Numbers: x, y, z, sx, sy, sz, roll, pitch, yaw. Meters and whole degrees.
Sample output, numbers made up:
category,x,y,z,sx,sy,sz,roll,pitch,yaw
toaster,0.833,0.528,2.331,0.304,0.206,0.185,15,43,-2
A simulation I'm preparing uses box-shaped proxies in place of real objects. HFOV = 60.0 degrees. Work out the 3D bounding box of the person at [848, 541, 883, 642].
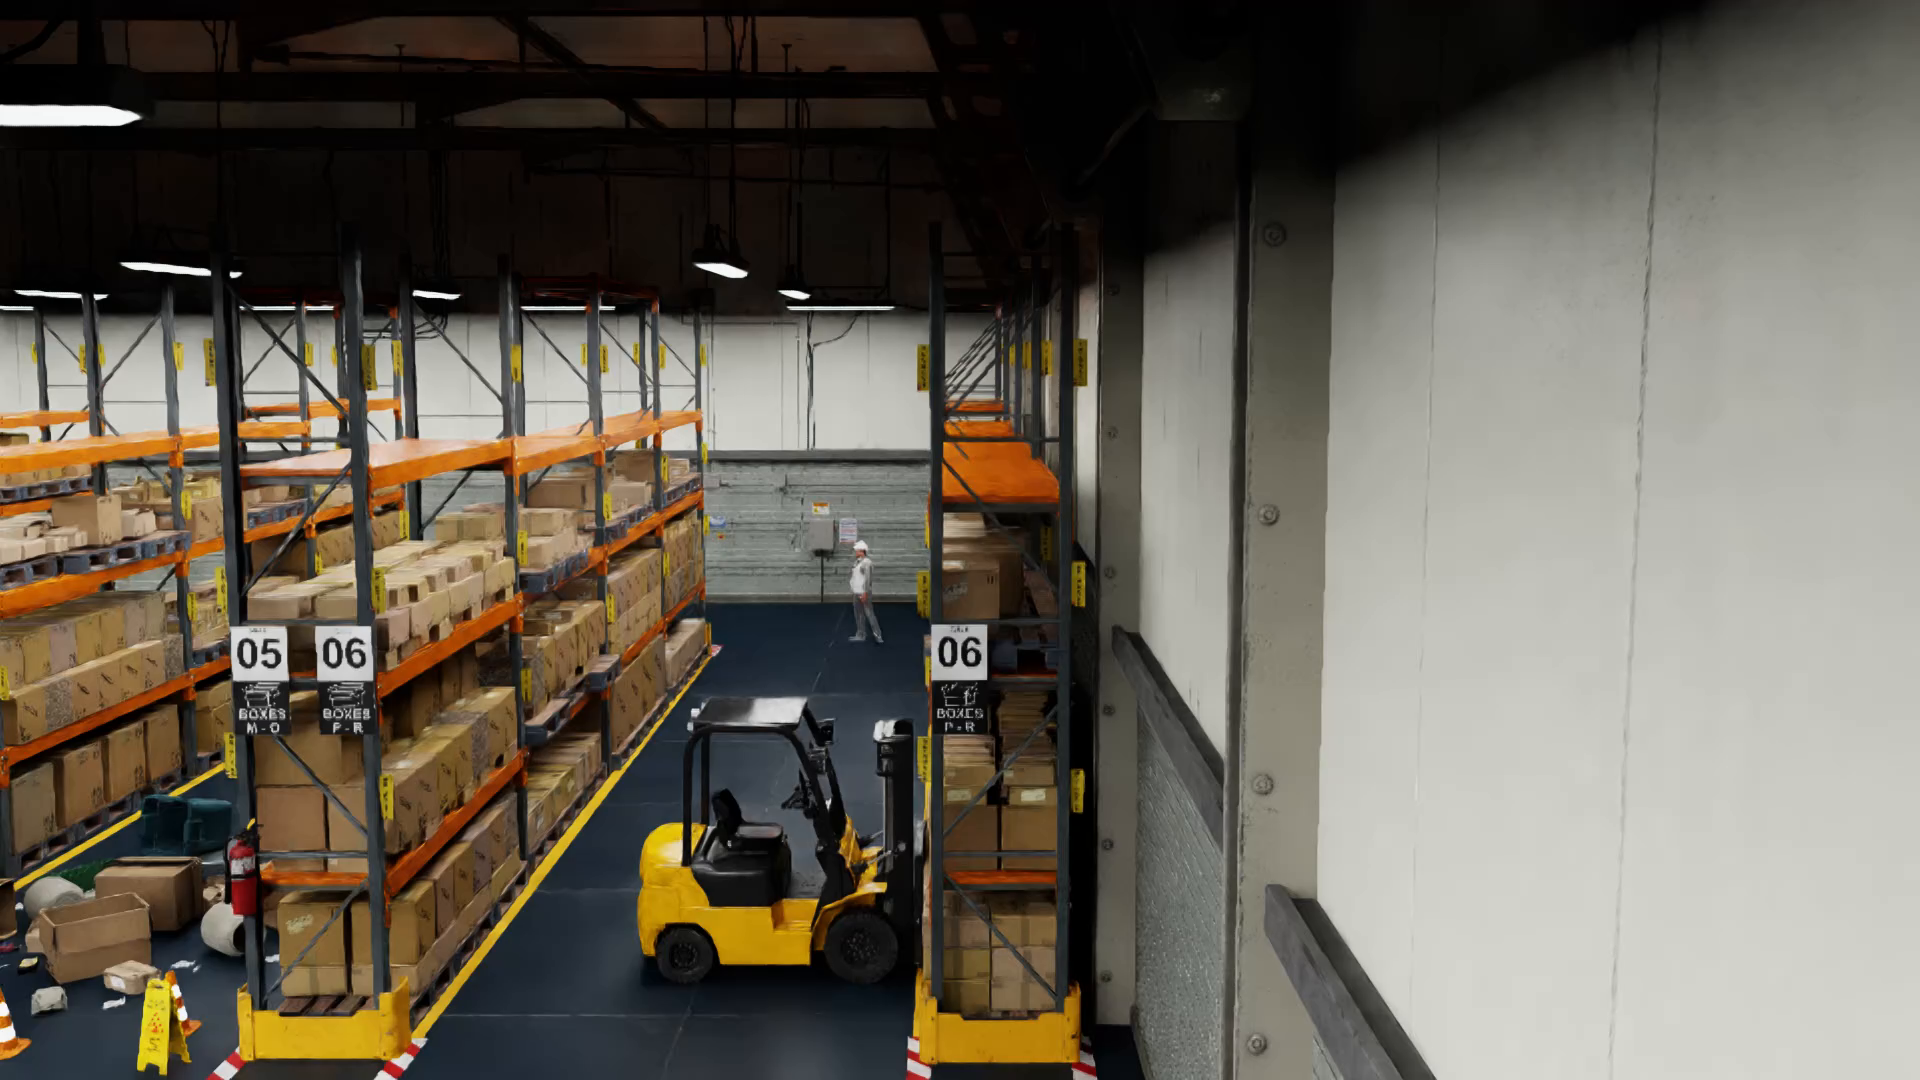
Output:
category,x,y,z,sx,sy,sz,roll,pitch,yaw
person,-1.640,0.905,29.088,0.473,1.771,0.721,-4,8,-28
